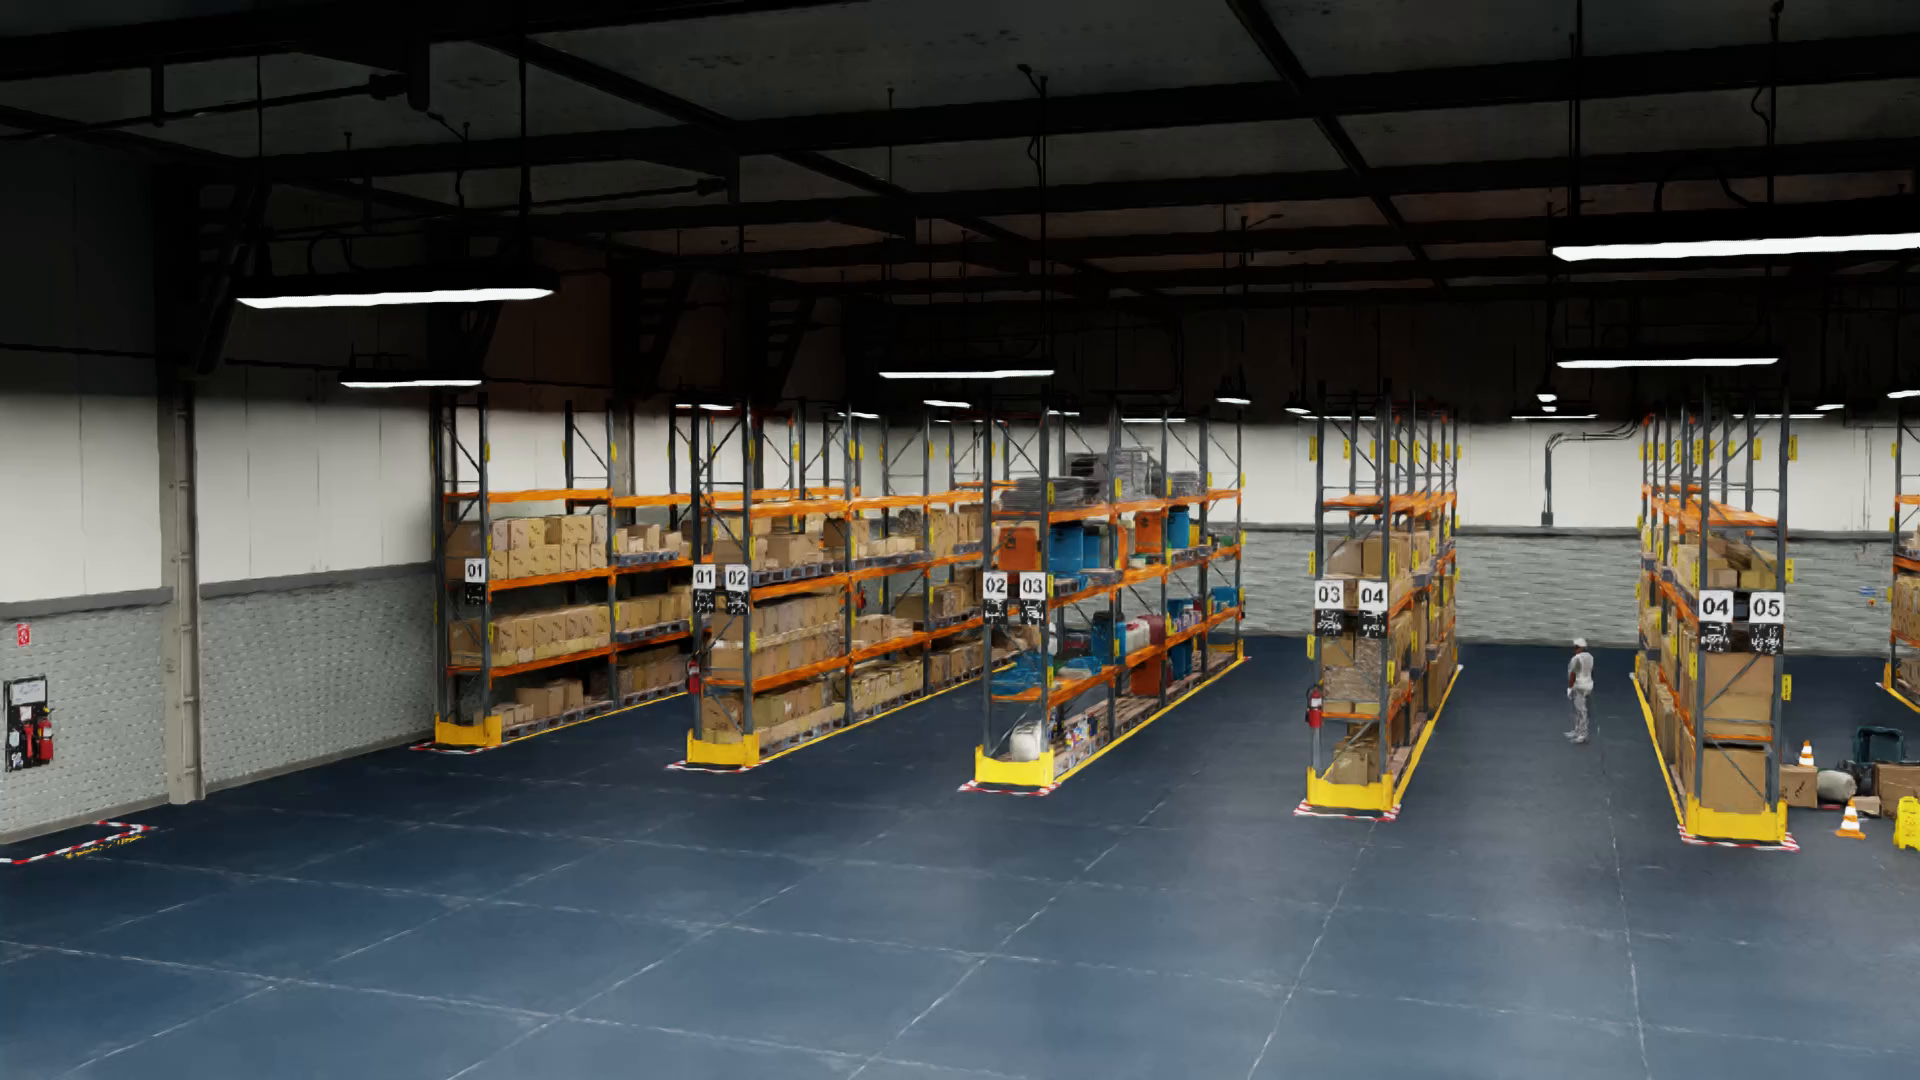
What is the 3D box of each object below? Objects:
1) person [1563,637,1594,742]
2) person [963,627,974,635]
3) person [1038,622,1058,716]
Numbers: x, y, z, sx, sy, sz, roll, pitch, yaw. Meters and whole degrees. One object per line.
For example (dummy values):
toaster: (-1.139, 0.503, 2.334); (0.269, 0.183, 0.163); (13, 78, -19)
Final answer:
person: (10.699, 2.563, 28.769); (0.678, 1.782, 0.594); (-3, 4, -45)
person: (0.291, 1.889, 42.519); (0.441, 1.680, 0.552); (0, 3, 0)
person: (1.687, 2.431, 31.399); (0.583, 1.768, 0.630); (3, 4, 44)
